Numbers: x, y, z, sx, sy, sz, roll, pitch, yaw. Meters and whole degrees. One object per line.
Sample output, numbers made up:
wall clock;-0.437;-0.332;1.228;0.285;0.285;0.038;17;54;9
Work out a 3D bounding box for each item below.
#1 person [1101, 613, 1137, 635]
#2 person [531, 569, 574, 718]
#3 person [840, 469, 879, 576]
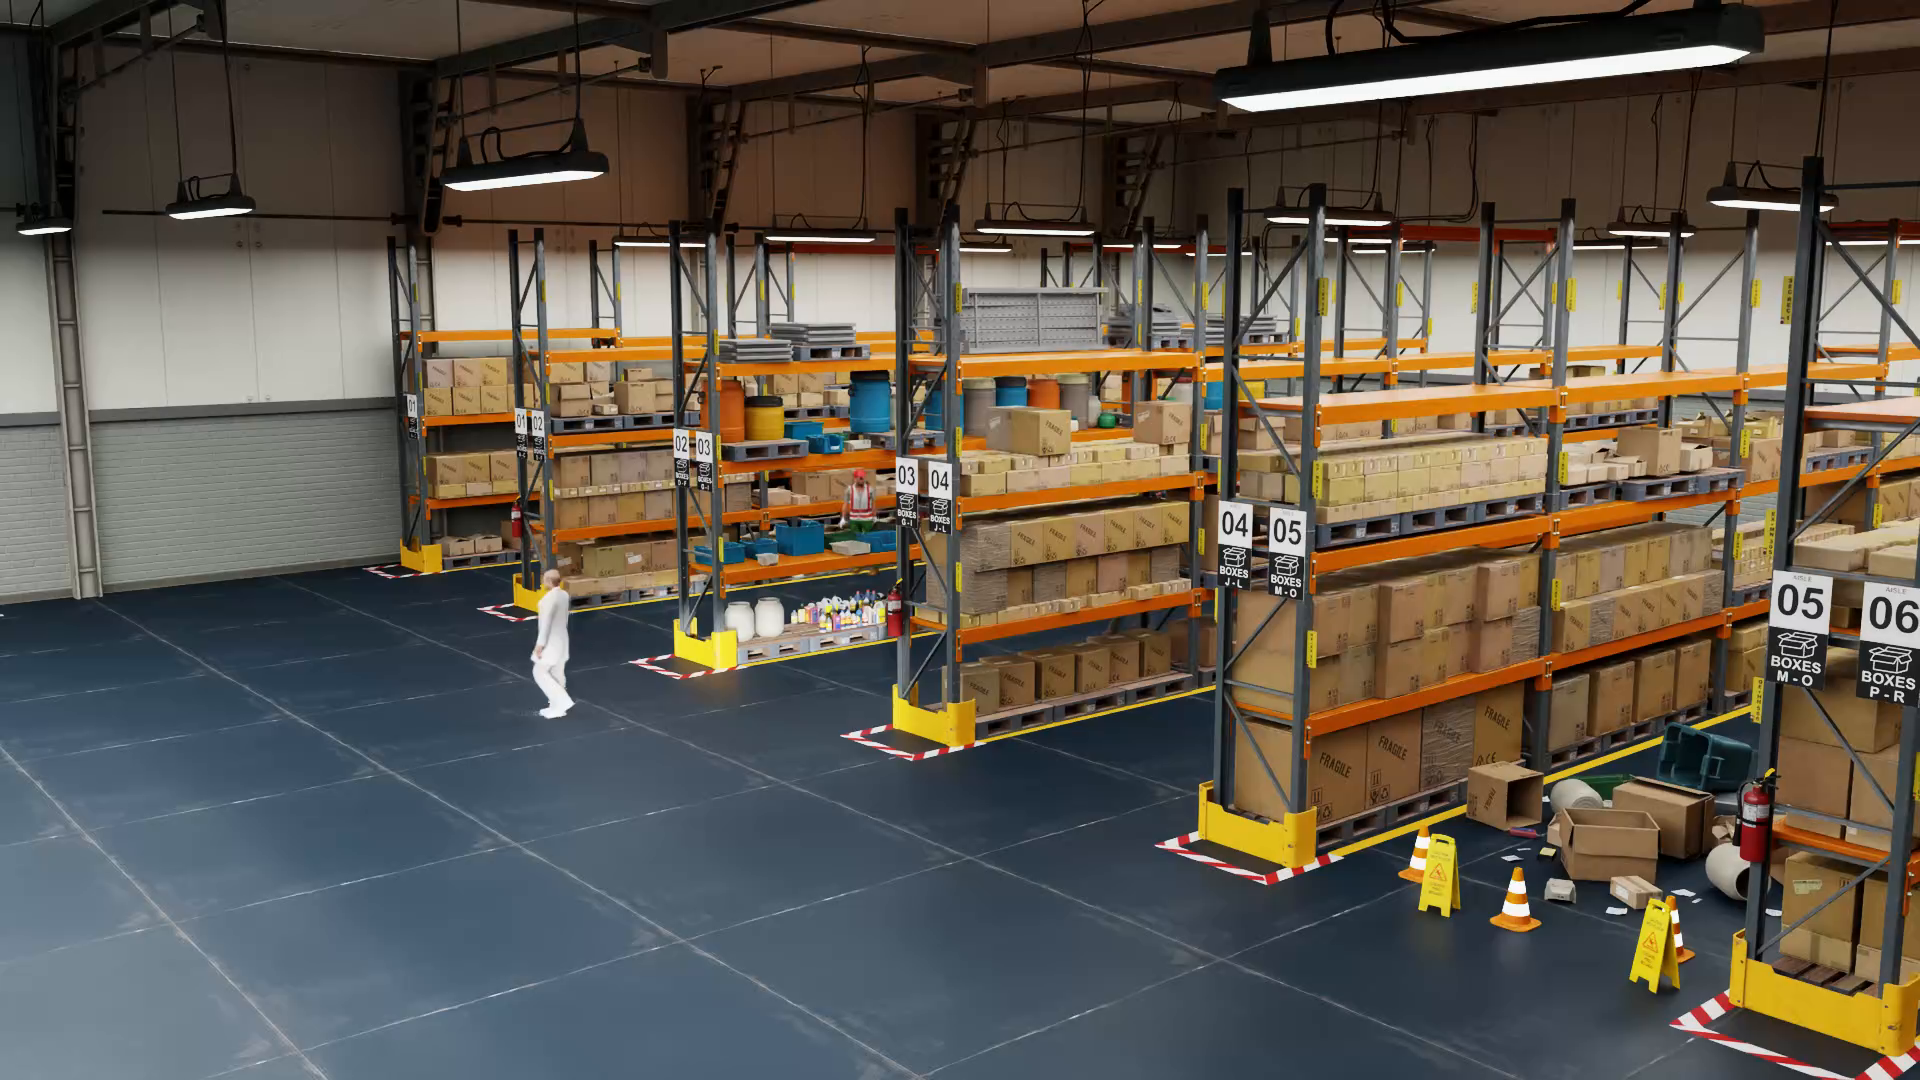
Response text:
person;2.304;0.512;23.224;0.904;1.619;0.564;-6;11;-34
person;-4.851;1.251;19.878;0.505;1.776;0.628;2;9;11
person;-1.707;-0.303;28.118;0.613;1.827;0.418;2;9;14
